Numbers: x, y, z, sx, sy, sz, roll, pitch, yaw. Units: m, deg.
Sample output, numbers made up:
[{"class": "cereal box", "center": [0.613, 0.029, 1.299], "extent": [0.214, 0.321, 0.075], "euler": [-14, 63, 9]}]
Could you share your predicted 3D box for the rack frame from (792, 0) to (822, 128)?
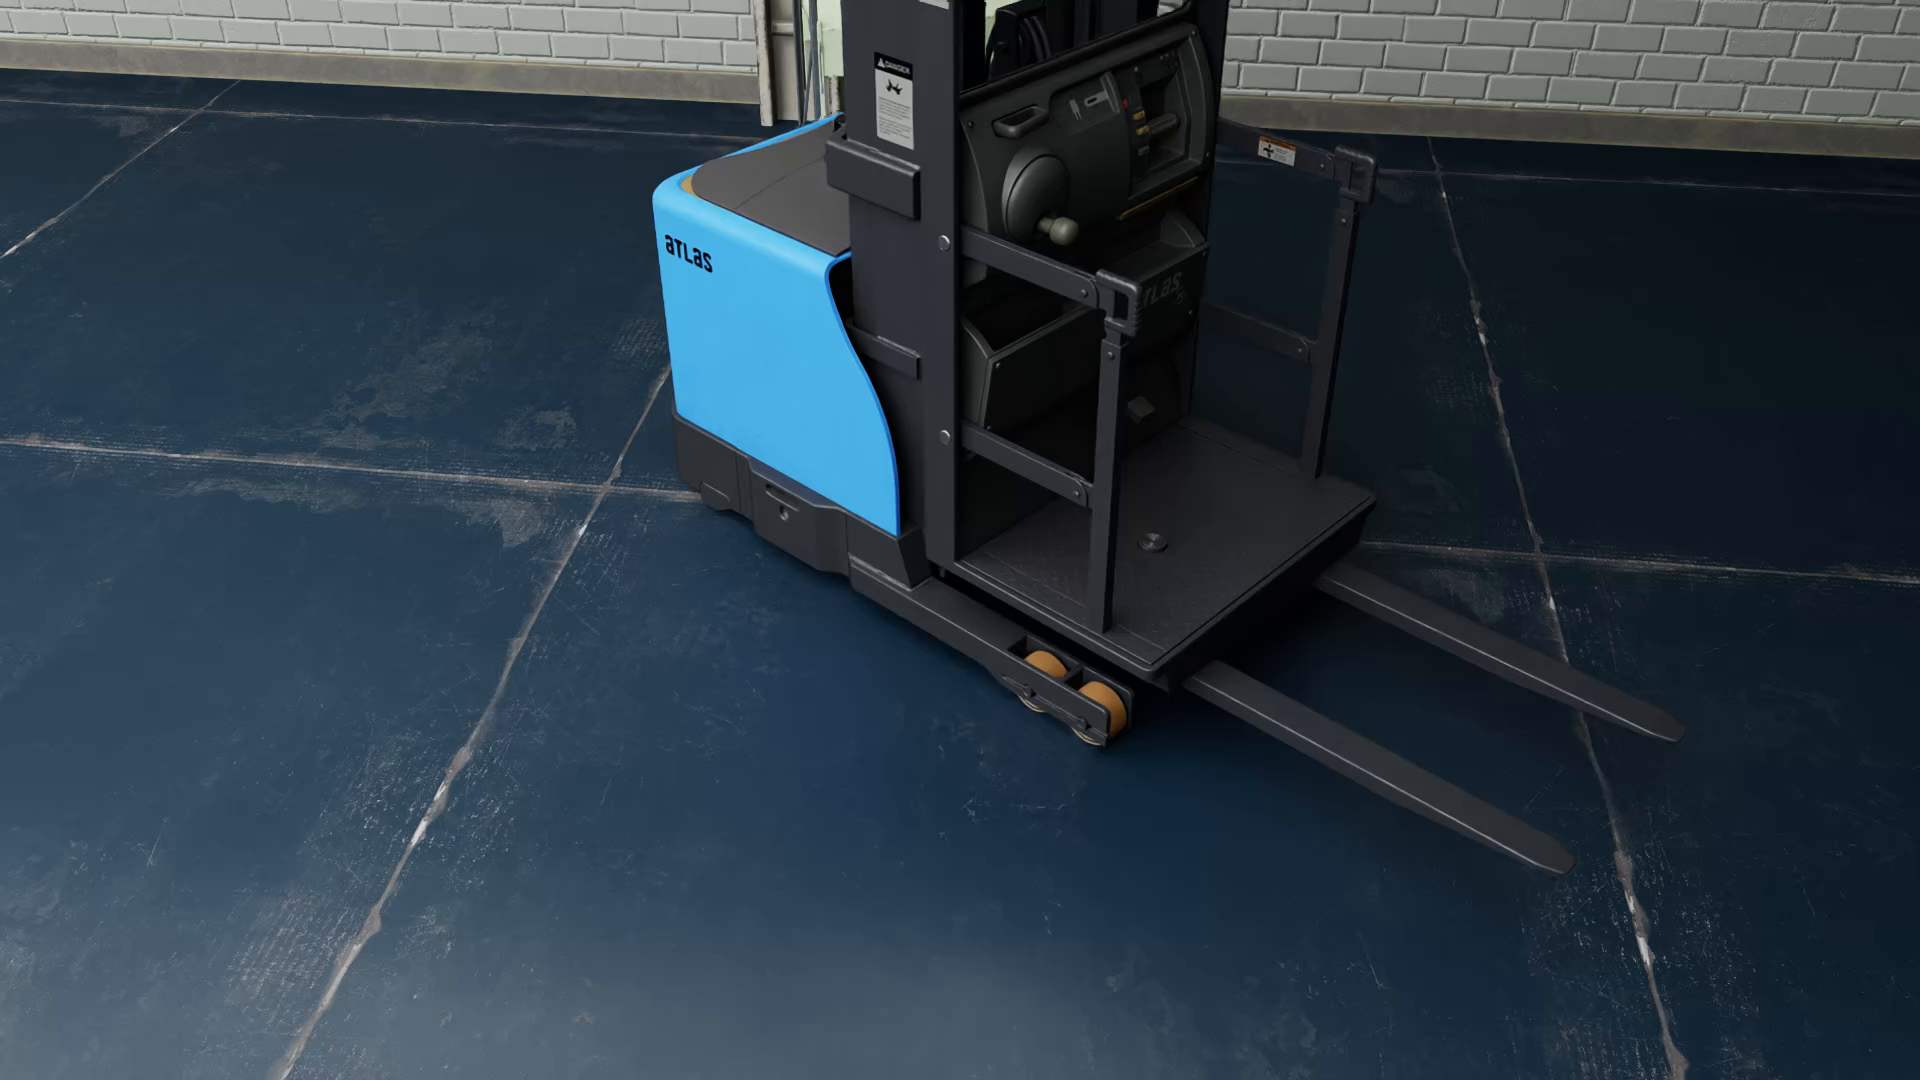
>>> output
[{"class": "rack frame", "center": [-0.509, -1.288, 5.764], "extent": [0.023, 1.500, 0.400], "euler": [-8, 36, -11]}]

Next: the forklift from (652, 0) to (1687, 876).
[{"class": "forklift", "center": [0.500, -0.988, 4.111], "extent": [3.031, 2.935, 1.130], "euler": [28, 44, 34]}]

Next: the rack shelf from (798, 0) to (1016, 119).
[{"class": "rack shelf", "center": [-0.155, -1.658, 5.610], "extent": [0.720, 0.370, 0.431], "euler": [-8, 36, -11]}]

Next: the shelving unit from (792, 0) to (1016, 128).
[{"class": "shelving unit", "center": [-0.155, -1.340, 5.837], "extent": [0.755, 1.500, 0.431], "euler": [-8, 36, -11]}]

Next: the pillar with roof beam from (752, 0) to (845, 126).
[{"class": "pillar with roof beam", "center": [-1.297, -3.268, 2.082], "extent": [0.400, 9.000, 9.100], "euler": [4, 36, 6]}]
